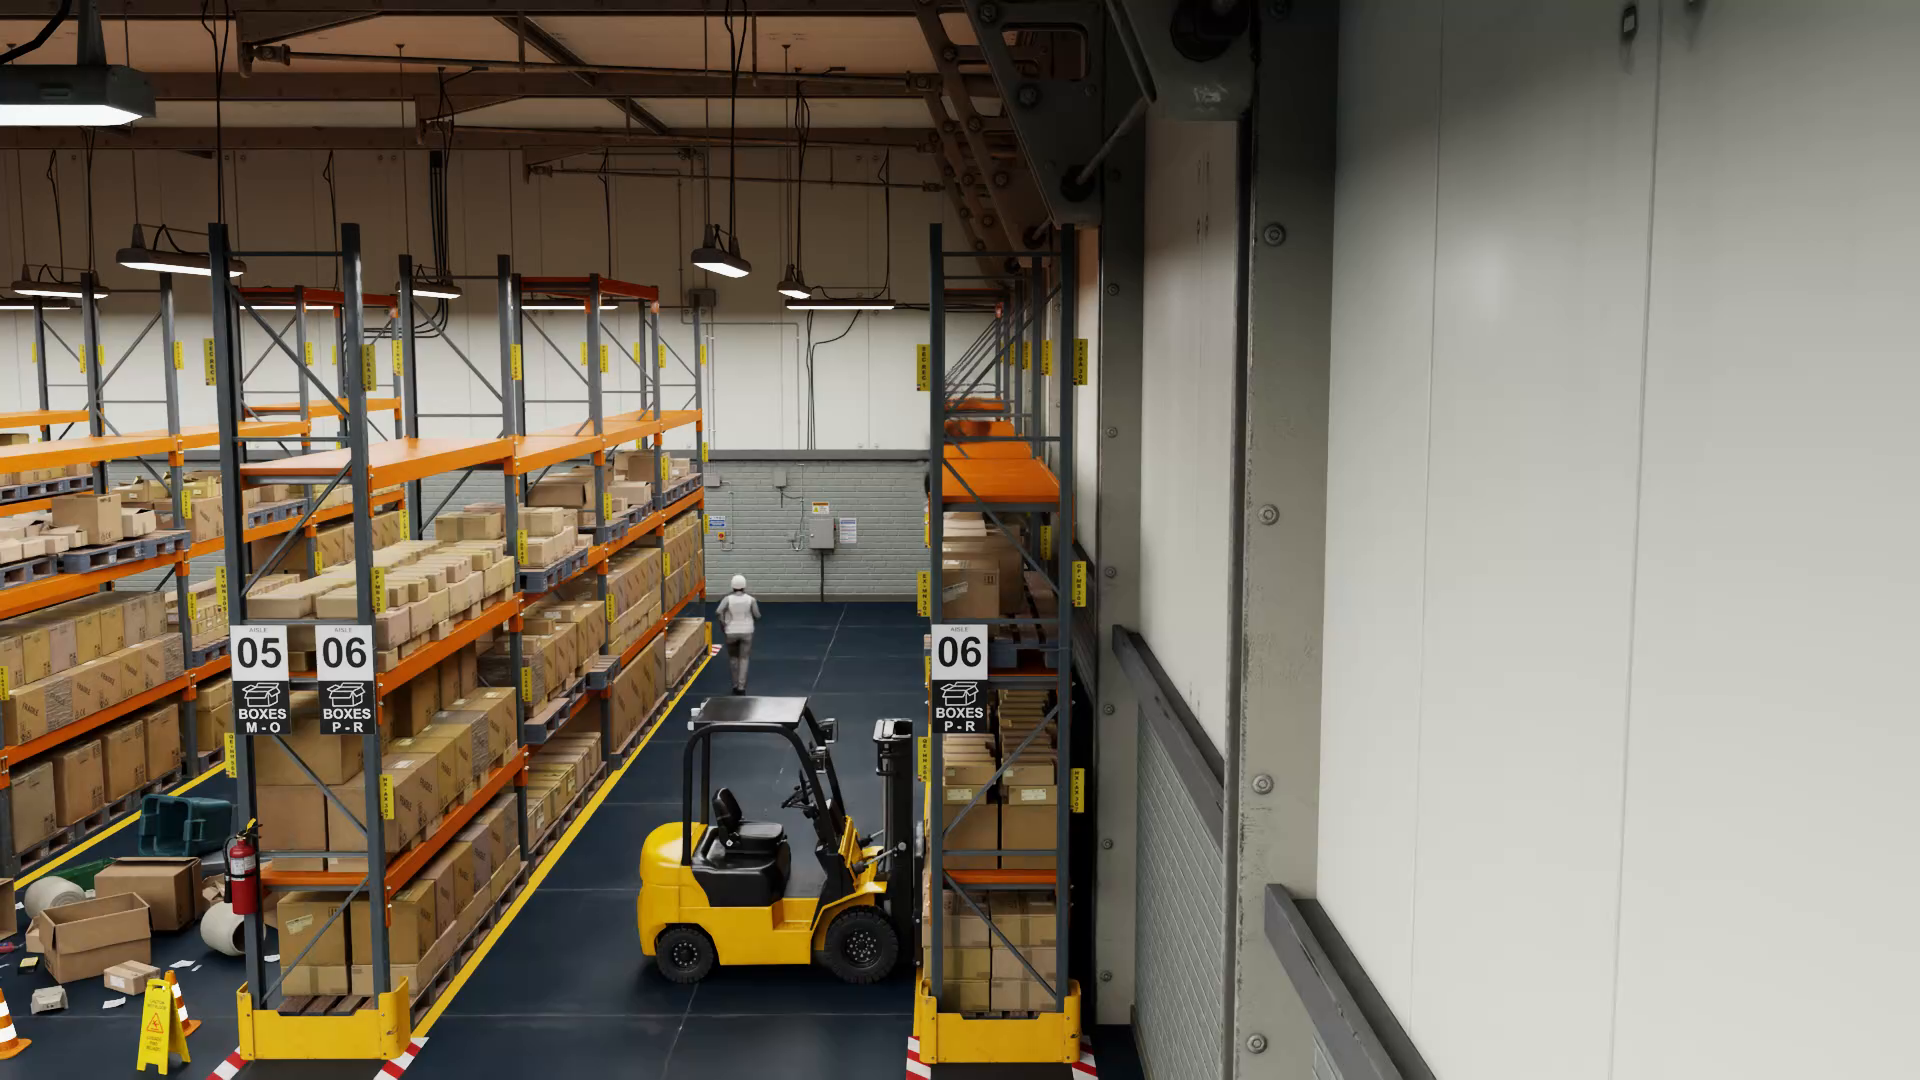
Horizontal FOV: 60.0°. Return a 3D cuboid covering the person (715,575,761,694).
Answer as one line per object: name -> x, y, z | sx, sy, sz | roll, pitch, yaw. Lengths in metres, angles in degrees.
person -> -3.259, 1.411, 24.539 | 0.647, 1.812, 0.837 | 0, 7, -2
